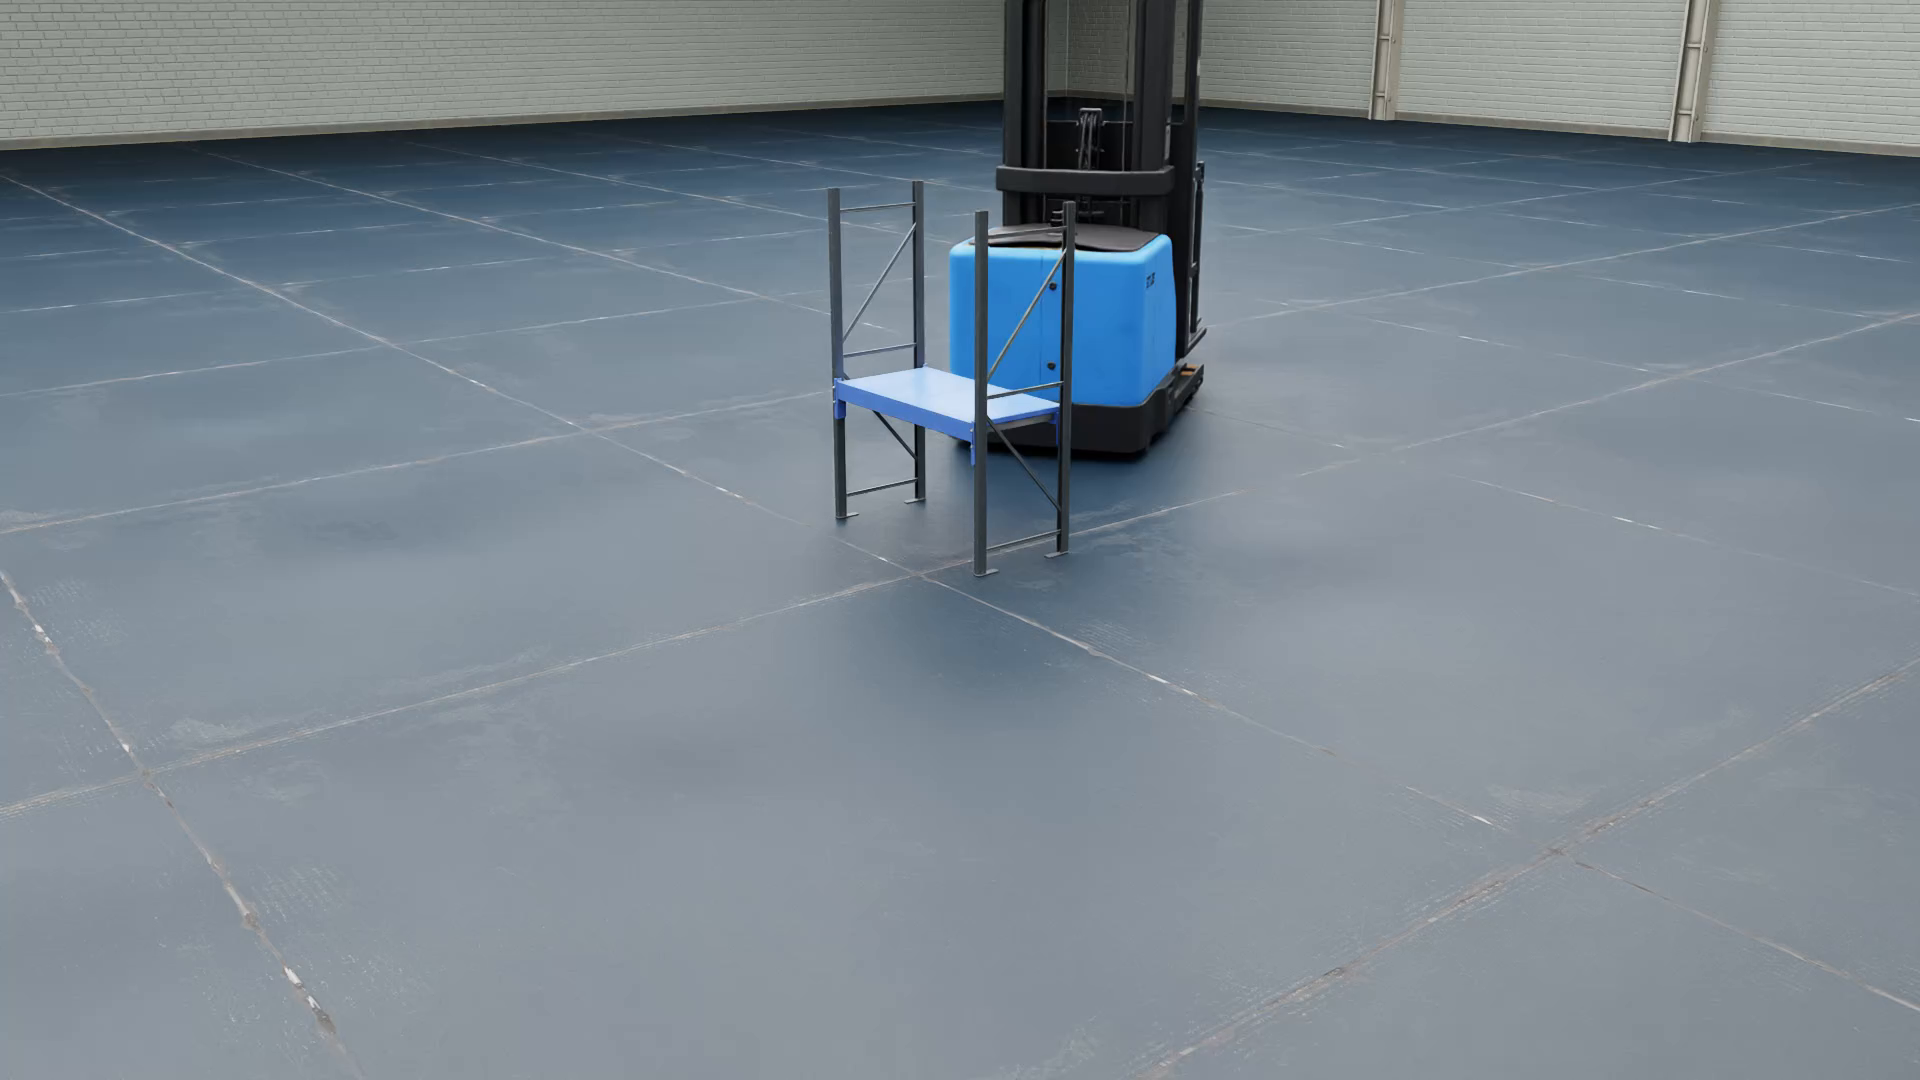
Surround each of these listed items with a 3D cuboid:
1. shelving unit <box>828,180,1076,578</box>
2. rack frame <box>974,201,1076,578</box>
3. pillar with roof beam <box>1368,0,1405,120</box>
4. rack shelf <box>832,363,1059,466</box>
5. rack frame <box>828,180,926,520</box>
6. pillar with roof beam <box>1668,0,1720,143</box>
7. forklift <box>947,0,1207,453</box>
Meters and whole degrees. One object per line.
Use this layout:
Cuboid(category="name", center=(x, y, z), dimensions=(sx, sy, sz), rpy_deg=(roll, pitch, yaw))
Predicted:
Cuboid(category="shelving unit", center=(-0.053, -0.733, 7.190), dimensions=(0.538, 1.500, 1.048), rpy_deg=(-14, 23, -36))
Cuboid(category="rack frame", center=(0.263, -0.608, 6.812), dimensions=(0.500, 1.500, 0.032), rpy_deg=(-14, 23, -36))
Cuboid(category="pillar with roof beam", center=(4.529, -11.314, 27.216), dimensions=(9.100, 9.000, 0.400), rpy_deg=(-14, 23, -36))
Cuboid(category="rack shelf", center=(-0.053, -0.562, 7.247), dimensions=(0.538, 0.185, 1.000), rpy_deg=(-14, 23, -36))
Cuboid(category="rack frame", center=(-0.369, -0.858, 7.568), dimensions=(0.500, 1.500, 0.032), rpy_deg=(-14, 23, -36))
Cuboid(category="pillar with roof beam", center=(8.255, -9.836, 22.751), dimensions=(9.100, 9.000, 0.400), rpy_deg=(-14, 23, -36))
Cuboid(category="forklift", center=(0.850, -2.262, 9.531), dimensions=(1.130, 2.935, 3.031), rpy_deg=(6, 19, 16))
